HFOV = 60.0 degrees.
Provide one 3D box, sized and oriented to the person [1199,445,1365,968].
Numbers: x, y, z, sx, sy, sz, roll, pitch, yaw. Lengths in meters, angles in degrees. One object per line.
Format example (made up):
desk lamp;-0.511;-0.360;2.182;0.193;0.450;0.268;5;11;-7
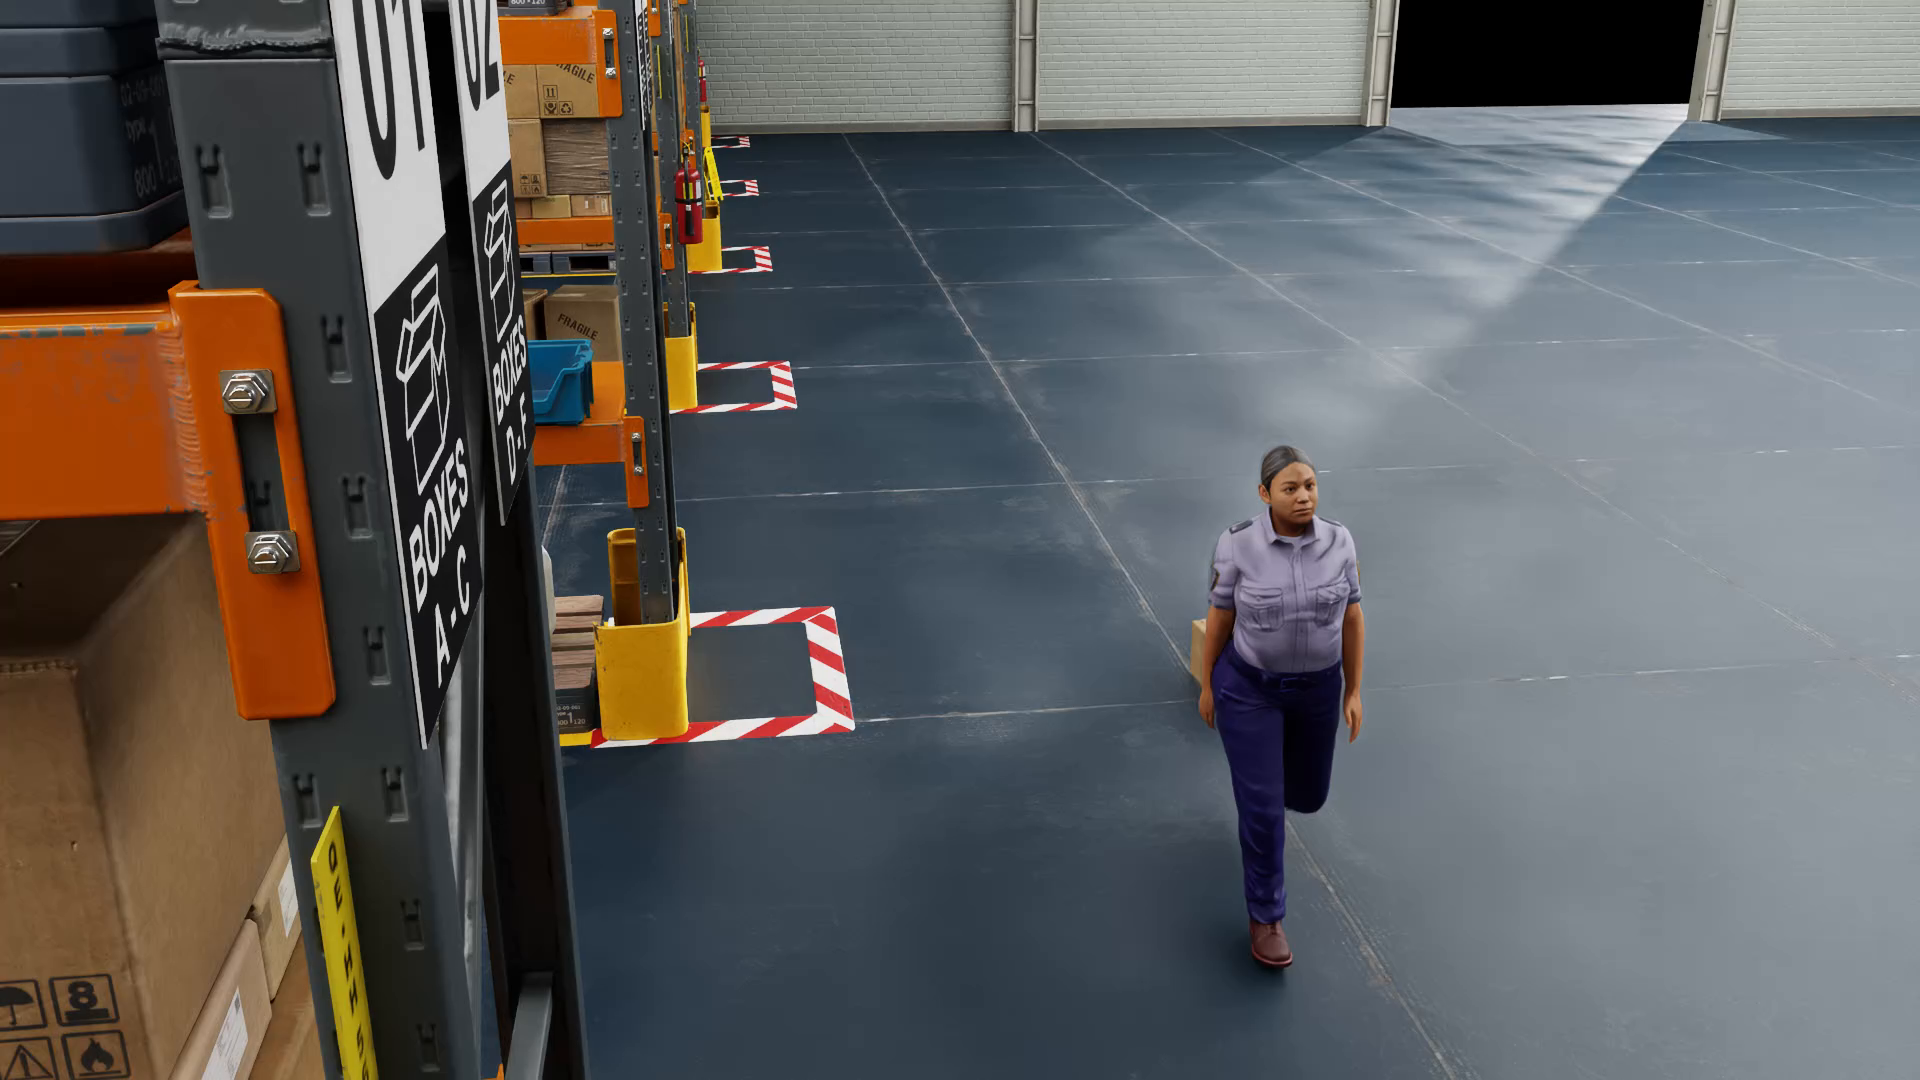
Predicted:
person;1.022;0.457;5.328;0.492;1.605;0.837;-2;20;-6
